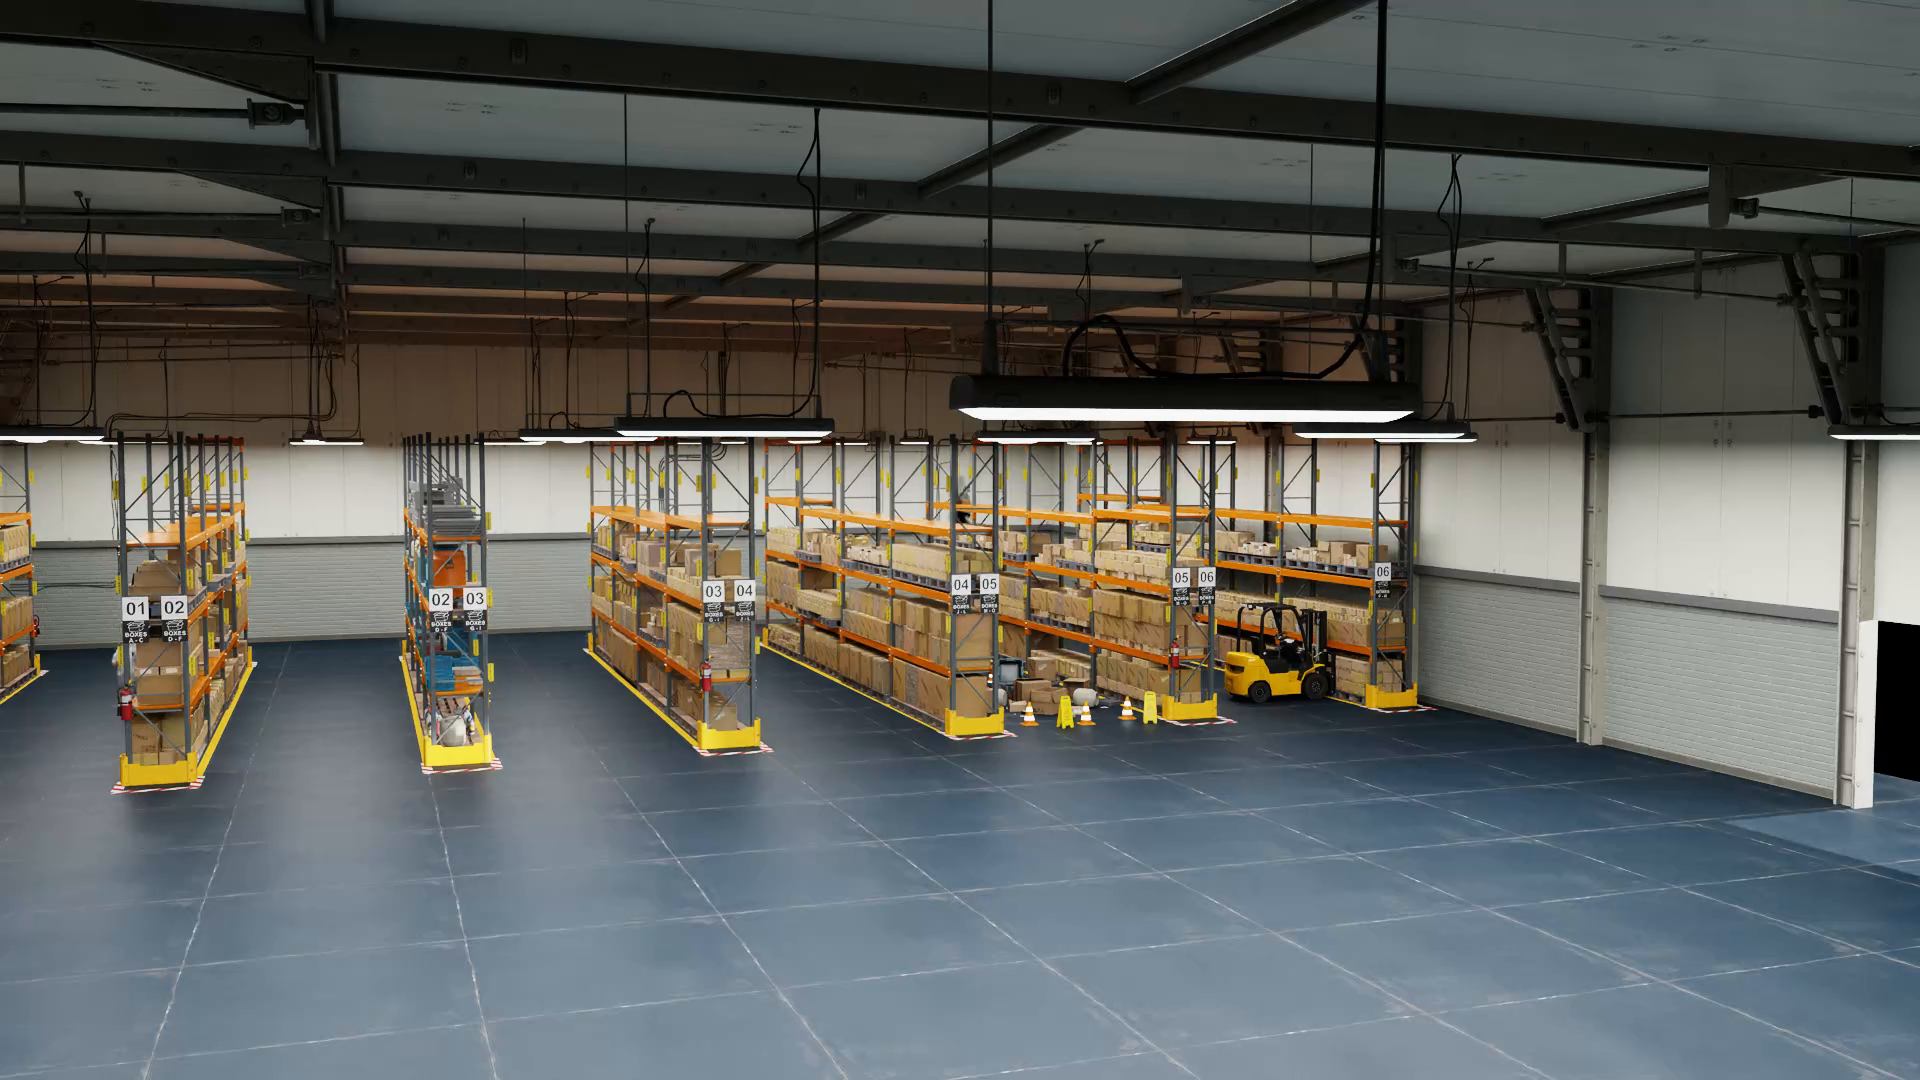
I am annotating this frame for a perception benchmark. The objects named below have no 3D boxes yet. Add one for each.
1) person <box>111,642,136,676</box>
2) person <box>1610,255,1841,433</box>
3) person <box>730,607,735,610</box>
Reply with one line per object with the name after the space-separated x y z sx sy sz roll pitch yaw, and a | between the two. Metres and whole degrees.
-17.803 2.912 35.538 0.581 1.635 0.929 -1 3 -22 | person
7.827 -0.925 38.318 2.818 8.947 27.134 -2 3 -25 | person
-6.627 2.204 47.337 0.465 1.664 0.609 0 3 4 | person
